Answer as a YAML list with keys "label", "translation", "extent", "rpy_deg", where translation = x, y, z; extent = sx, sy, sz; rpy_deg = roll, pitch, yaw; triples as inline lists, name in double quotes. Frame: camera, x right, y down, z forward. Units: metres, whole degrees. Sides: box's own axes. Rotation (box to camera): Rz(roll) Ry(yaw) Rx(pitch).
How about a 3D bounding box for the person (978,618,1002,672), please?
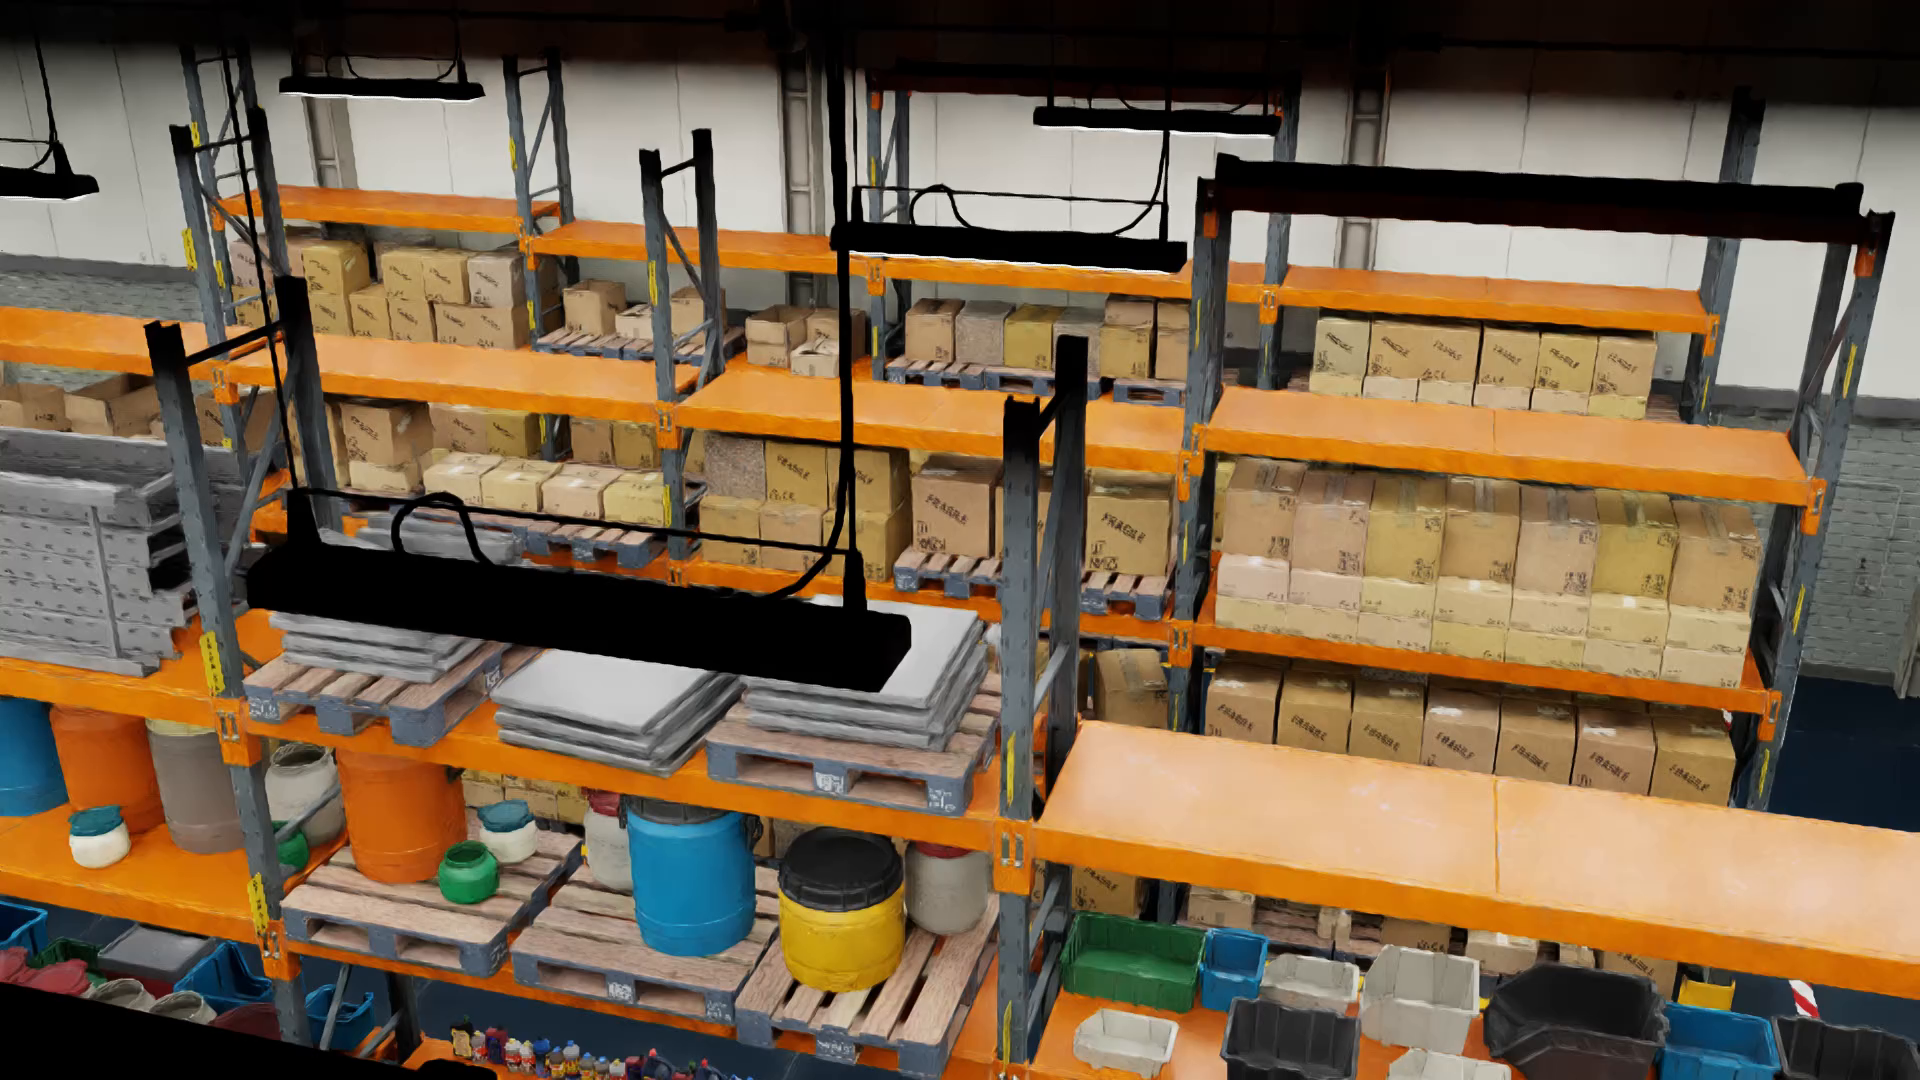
- label: "person"
  translation: [0.390, 1.285, 15.595]
  extent: [0.503, 1.617, 0.580]
  rpy_deg: [6, 23, 13]
